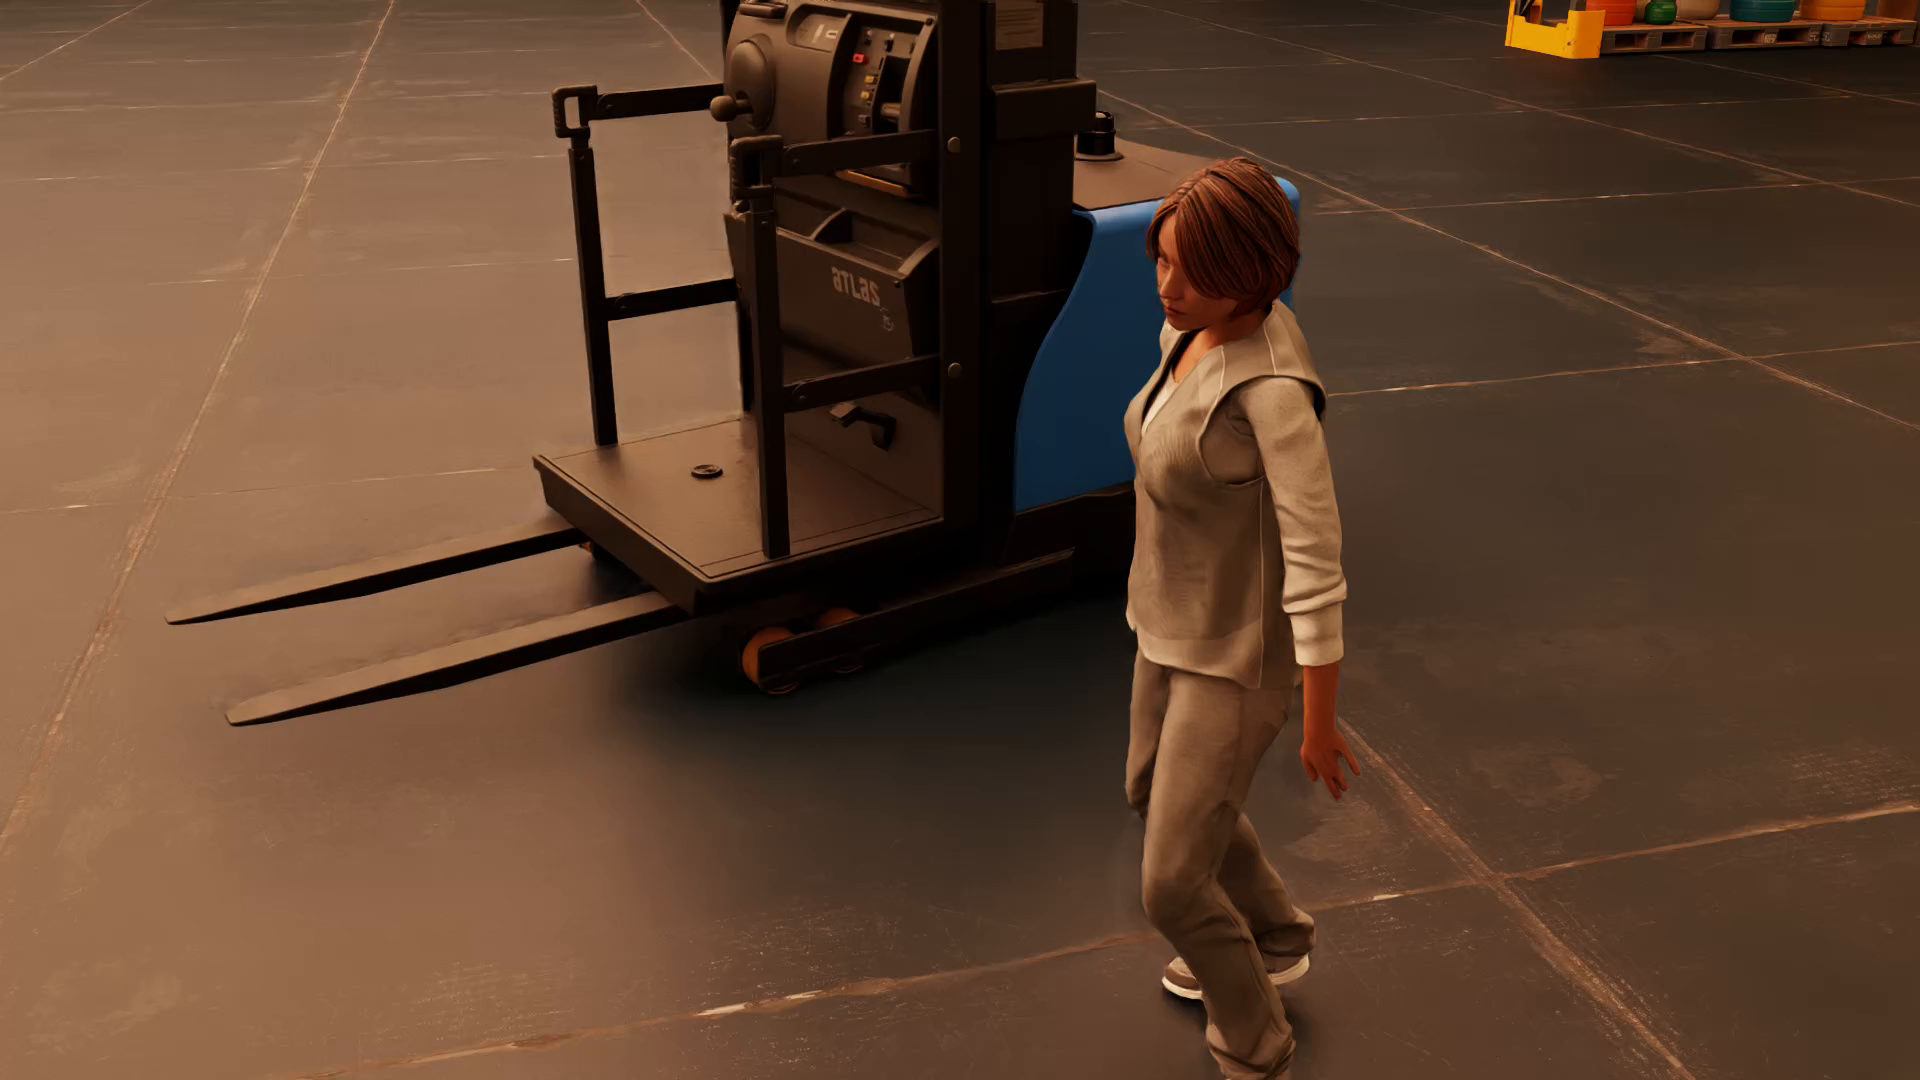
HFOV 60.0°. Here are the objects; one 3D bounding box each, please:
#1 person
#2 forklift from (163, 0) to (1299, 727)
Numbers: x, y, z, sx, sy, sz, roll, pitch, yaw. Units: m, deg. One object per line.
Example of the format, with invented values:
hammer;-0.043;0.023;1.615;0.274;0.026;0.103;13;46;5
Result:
person;0.449;0.164;2.649;0.410;1.562;0.725;-2;23;-5
forklift;-0.517;-1.198;4.125;3.031;2.935;1.130;-16;28;-32
